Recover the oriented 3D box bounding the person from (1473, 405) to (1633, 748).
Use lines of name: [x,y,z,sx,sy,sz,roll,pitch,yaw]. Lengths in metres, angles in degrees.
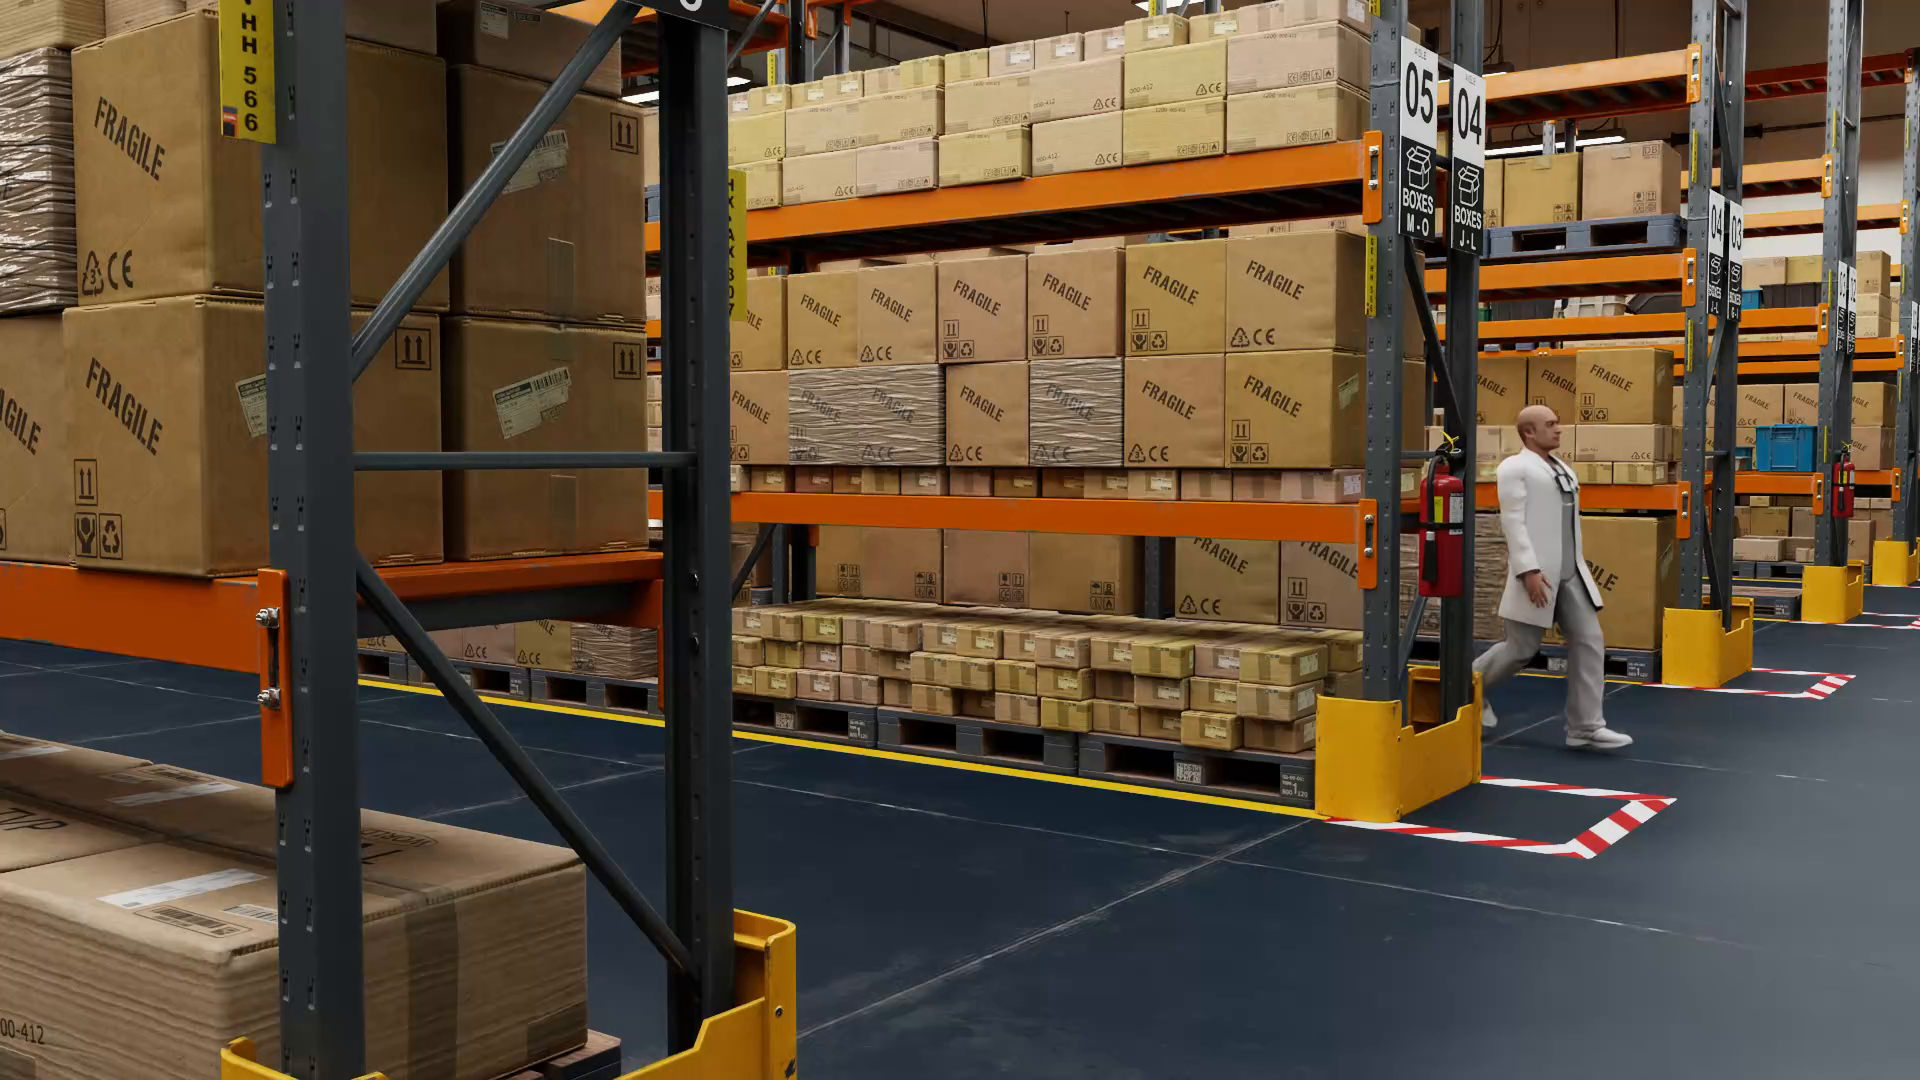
person: [2.986,0.181,8.581,0.559,1.727,1.019,-2,4,-30]
